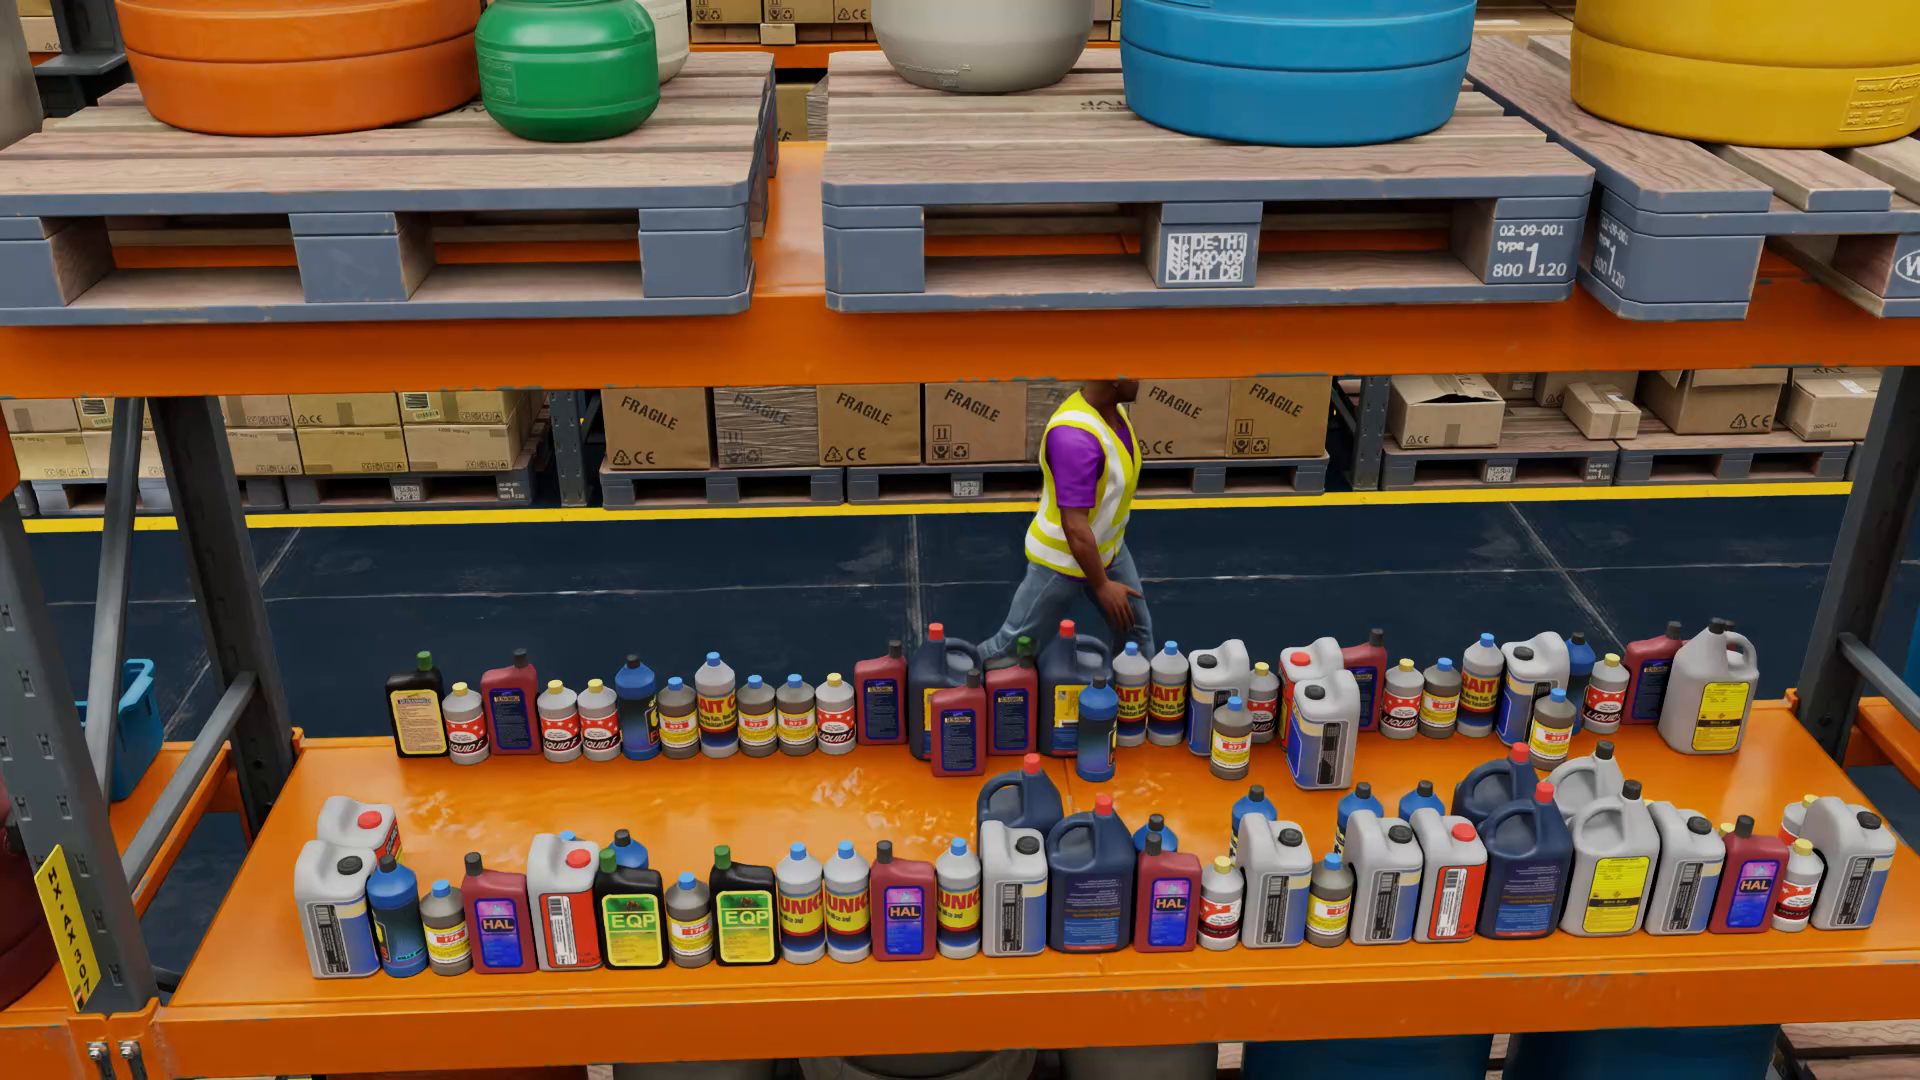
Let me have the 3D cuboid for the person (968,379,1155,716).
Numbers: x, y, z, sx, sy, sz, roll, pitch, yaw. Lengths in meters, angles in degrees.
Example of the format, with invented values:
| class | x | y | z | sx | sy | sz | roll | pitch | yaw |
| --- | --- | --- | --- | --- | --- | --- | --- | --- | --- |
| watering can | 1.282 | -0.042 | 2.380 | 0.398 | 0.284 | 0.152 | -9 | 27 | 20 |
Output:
| class | x | y | z | sx | sy | sz | roll | pitch | yaw |
| --- | --- | --- | --- | --- | --- | --- | --- | --- | --- |
| person | 0.419 | 0.054 | 6.024 | 1.007 | 1.724 | 0.650 | 12 | 30 | 22 |
